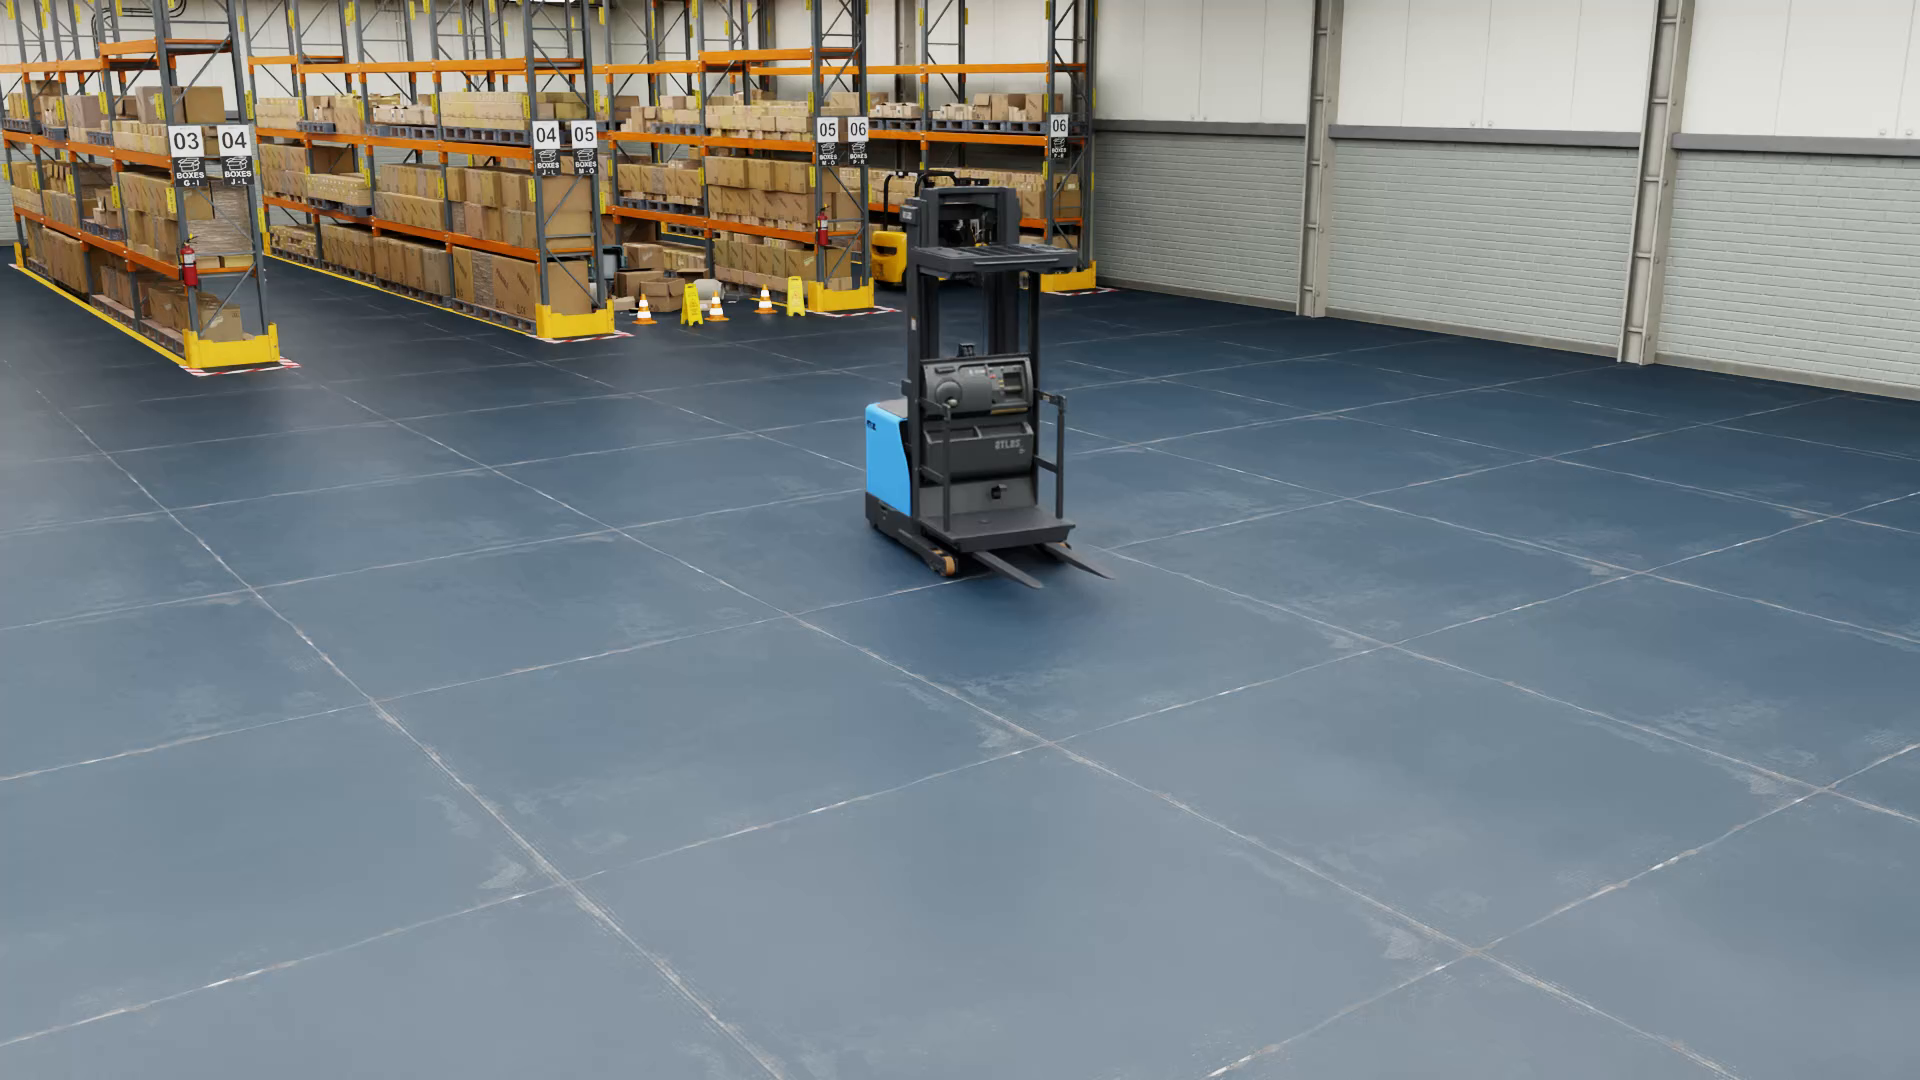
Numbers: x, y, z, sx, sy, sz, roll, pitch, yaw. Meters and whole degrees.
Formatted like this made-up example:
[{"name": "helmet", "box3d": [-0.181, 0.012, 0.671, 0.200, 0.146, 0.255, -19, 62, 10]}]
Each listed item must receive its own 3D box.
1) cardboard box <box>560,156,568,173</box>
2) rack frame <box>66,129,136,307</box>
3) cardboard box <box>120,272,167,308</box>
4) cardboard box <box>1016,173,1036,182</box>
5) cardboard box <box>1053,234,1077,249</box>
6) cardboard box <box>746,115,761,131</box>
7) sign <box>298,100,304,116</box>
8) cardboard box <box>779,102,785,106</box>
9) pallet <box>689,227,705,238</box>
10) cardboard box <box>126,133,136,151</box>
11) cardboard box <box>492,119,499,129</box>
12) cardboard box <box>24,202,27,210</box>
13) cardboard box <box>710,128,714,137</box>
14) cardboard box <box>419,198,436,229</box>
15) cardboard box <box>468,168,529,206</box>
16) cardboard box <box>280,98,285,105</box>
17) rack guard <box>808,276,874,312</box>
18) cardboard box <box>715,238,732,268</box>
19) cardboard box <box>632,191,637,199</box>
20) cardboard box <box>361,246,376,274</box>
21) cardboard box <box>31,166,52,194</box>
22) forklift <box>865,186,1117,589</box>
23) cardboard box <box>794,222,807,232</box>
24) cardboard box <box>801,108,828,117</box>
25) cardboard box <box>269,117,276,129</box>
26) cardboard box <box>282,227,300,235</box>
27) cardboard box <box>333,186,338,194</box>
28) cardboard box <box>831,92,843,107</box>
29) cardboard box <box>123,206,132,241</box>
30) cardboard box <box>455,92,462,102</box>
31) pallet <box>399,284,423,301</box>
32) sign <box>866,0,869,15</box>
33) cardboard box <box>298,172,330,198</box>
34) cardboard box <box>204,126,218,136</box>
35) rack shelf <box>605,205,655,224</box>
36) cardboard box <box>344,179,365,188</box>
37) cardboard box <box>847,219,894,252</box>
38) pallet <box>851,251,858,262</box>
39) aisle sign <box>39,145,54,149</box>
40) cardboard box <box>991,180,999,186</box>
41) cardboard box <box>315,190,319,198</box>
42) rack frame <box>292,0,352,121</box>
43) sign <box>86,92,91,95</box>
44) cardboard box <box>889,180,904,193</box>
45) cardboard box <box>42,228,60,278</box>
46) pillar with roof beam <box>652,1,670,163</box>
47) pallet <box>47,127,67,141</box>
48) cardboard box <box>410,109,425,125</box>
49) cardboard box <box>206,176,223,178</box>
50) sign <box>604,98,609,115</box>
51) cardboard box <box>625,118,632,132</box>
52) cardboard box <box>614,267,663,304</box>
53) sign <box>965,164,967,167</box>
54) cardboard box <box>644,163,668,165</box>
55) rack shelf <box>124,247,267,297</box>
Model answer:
[{"name": "cardboard box", "box3d": [-8.412, -8.162, 36.133, 0.500, 0.500, 0.500, -11, 19, -36]}, {"name": "rack frame", "box3d": [-14.716, -5.590, 28.818, 1.000, 3.000, 0.127, -11, 19, -35]}, {"name": "cardboard box", "box3d": [-13.303, -4.101, 27.279, 0.700, 0.500, 0.500, -13, 20, -39]}, {"name": "cardboard box", "box3d": [1.289, -6.839, 31.400, 0.380, 0.149, 0.250, -10, 18, -33]}, {"name": "cardboard box", "box3d": [1.887, -5.682, 31.672, 0.500, 0.250, 0.500, -11, 19, -35]}, {"name": "cardboard box", "box3d": [-3.418, -7.330, 29.215, 0.500, 0.250, 0.500, -11, 19, -34]}, {"name": "sign", "box3d": [-13.431, -8.803, 33.895, 0.100, 0.325, 0.005, -11, 19, -35]}, {"name": "cardboard box", "box3d": [-3.892, -9.914, 37.900, 0.380, 0.149, 0.250, -11, 19, -34]}, {"name": "pallet", "box3d": [-6.164, -7.816, 42.234, 1.003, 0.211, 1.213, -11, 19, -35]}, {"name": "cardboard box", "box3d": [-11.708, -5.754, 24.021, 0.500, 0.250, 0.500, -12, 19, -37]}, {"name": "cardboard box", "box3d": [-7.010, -6.442, 25.740, 0.380, 0.149, 0.250, -11, 19, -35]}, {"name": "cardboard box", "box3d": [-18.573, -6.722, 33.429, 0.380, 0.149, 0.250, -11, 19, -36]}, {"name": "cardboard box", "box3d": [-4.364, -7.494, 30.568, 0.380, 0.149, 0.250, -11, 19, -35]}, {"name": "cardboard box", "box3d": [-9.113, -5.710, 29.068, 0.500, 0.500, 0.500, -11, 19, -35]}, {"name": "cardboard box", "box3d": [-7.480, -5.757, 27.099, 0.875, 0.550, 0.550, -11, 19, -35]}, {"name": "cardboard box", "box3d": [-14.183, -9.297, 35.261, 0.380, 0.149, 0.250, -11, 19, -35]}, {"name": "rack guard", "box3d": [-2.041, -4.230, 28.586, 1.175, 0.500, 0.348, -11, 19, -35]}, {"name": "cardboard box", "box3d": [-4.220, -5.344, 30.912, 0.500, 0.500, 0.500, -10, 18, -32]}, {"name": "cardboard box", "box3d": [-6.397, -6.980, 33.577, 0.380, 0.149, 0.250, -12, 20, -38]}, {"name": "cardboard box", "box3d": [-11.243, -5.435, 32.192, 0.500, 0.500, 0.500, -11, 19, -35]}, {"name": "cardboard box", "box3d": [-17.555, -6.934, 32.027, 0.500, 0.500, 0.500, -10, 18, -33]}, {"name": "forklift", "box3d": [0.237, -1.252, 13.099, 1.130, 2.935, 3.031, -7, 17, -23]}, {"name": "cardboard box", "box3d": [-2.628, -5.382, 28.535, 0.380, 0.149, 0.250, -11, 19, -35]}, {"name": "cardboard box", "box3d": [-2.434, -7.156, 27.825, 0.380, 0.149, 0.250, -11, 19, -34]}, {"name": "cardboard box", "box3d": [-14.672, -9.064, 36.114, 0.500, 0.250, 0.500, -12, 19, -36]}, {"name": "cardboard box", "box3d": [-14.799, -6.842, 36.872, 0.380, 0.149, 0.250, -12, 19, -37]}, {"name": "cardboard box", "box3d": [-12.064, -6.873, 32.623, 0.380, 0.149, 0.250, -10, 18, -33]}, {"name": "cardboard box", "box3d": [-2.459, -9.453, 36.075, 0.500, 0.500, 0.500, -11, 19, -34]}, {"name": "cardboard box", "box3d": [-12.150, -4.822, 25.258, 0.875, 0.500, 0.500, -11, 19, -35]}, {"name": "cardboard box", "box3d": [-7.905, -7.152, 26.824, 0.380, 0.149, 0.250, -11, 19, -35]}, {"name": "pallet", "box3d": [-9.529, -4.553, 30.311, 1.003, 0.211, 1.213, -11, 19, -35]}, {"name": "sign", "box3d": [-1.558, -8.886, 27.578, 0.100, 0.325, 0.005, -11, 19, -35]}, {"name": "cardboard box", "box3d": [-13.510, -7.444, 34.837, 0.500, 0.500, 0.500, -11, 19, -34]}, {"name": "cardboard box", "box3d": [-9.988, -5.543, 22.493, 0.380, 0.149, 0.250, -11, 19, -35]}, {"name": "rack shelf", "box3d": [-7.876, -7.208, 36.093, 1.077, 0.370, 4.000, -11, 19, -35]}, {"name": "cardboard box", "box3d": [-11.604, -6.850, 31.975, 0.380, 0.149, 0.250, -10, 18, -33]}, {"name": "cardboard box", "box3d": [-1.941, -6.683, 36.514, 0.875, 0.625, 0.625, -10, 18, -33]}, {"name": "pallet", "box3d": [-2.235, -6.373, 36.960, 1.003, 0.211, 1.213, -11, 19, -35]}, {"name": "aisle sign", "box3d": [-19.220, -8.614, 34.942, 0.394, 0.787, 0.004, -11, 19, -35]}, {"name": "cardboard box", "box3d": [0.812, -6.853, 32.014, 0.380, 0.149, 0.250, -11, 19, -34]}, {"name": "cardboard box", "box3d": [-12.826, -7.006, 33.672, 0.380, 0.149, 0.250, -11, 19, -34]}, {"name": "rack frame", "box3d": [-12.997, -10.086, 33.881, 1.000, 3.000, 0.127, -11, 19, -35]}, {"name": "sign", "box3d": [-16.635, -8.378, 31.748, 0.100, 0.325, 0.005, -11, 19, -35]}, {"name": "cardboard box", "box3d": [-1.140, -7.388, 34.724, 0.500, 0.250, 0.500, -11, 19, -36]}, {"name": "cardboard box", "box3d": [-16.676, -5.488, 31.676, 1.225, 0.875, 0.875, -11, 19, -34]}, {"name": "pillar with roof beam", "box3d": [-11.730, -12.549, 42.879, 9.100, 9.000, 0.400, -11, 19, -35]}, {"name": "pallet", "box3d": [-15.138, -7.075, 28.919, 1.213, 0.211, 1.003, -10, 18, -32]}, {"name": "cardboard box", "box3d": [-9.197, -7.339, 28.825, 0.500, 0.250, 0.500, -11, 19, -35]}, {"name": "cardboard box", "box3d": [-10.699, -4.930, 23.759, 0.500, 0.500, 0.500, -11, 19, -35]}, {"name": "sign", "box3d": [-7.154, -8.778, 33.655, 0.100, 0.325, 0.005, -11, 19, -35]}, {"name": "cardboard box", "box3d": [-6.503, -8.362, 33.518, 0.396, 0.266, 0.258, -11, 19, -35]}, {"name": "cardboard box", "box3d": [-5.634, -4.462, 29.168, 0.797, 0.637, 0.503, -11, 19, -35]}, {"name": "sign", "box3d": [0.112, -7.587, 34.326, 0.100, 0.325, 0.005, -11, 19, -35]}, {"name": "cardboard box", "box3d": [-6.208, -7.468, 34.133, 0.500, 0.500, 0.500, -12, 19, -36]}, {"name": "rack shelf", "box3d": [-11.189, -3.962, 24.232, 1.077, 0.370, 4.000, -11, 19, -35]}]
